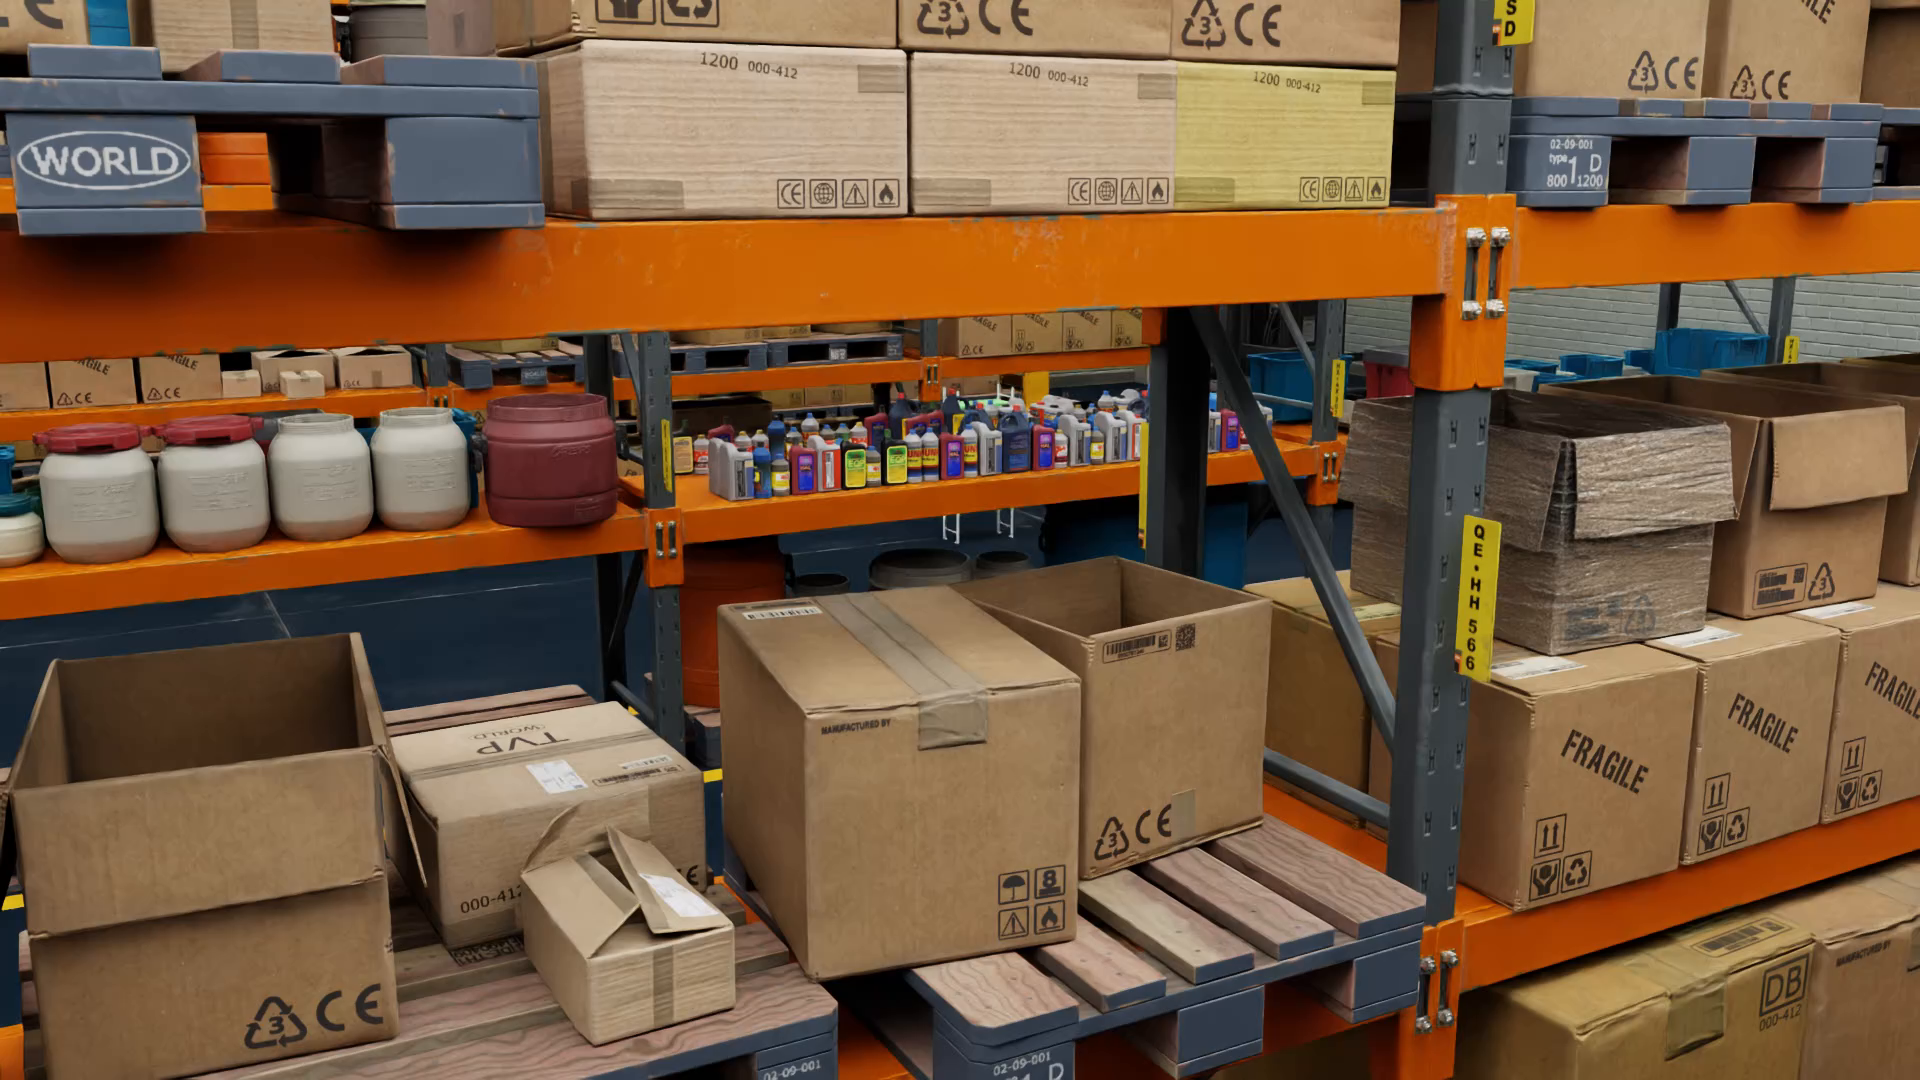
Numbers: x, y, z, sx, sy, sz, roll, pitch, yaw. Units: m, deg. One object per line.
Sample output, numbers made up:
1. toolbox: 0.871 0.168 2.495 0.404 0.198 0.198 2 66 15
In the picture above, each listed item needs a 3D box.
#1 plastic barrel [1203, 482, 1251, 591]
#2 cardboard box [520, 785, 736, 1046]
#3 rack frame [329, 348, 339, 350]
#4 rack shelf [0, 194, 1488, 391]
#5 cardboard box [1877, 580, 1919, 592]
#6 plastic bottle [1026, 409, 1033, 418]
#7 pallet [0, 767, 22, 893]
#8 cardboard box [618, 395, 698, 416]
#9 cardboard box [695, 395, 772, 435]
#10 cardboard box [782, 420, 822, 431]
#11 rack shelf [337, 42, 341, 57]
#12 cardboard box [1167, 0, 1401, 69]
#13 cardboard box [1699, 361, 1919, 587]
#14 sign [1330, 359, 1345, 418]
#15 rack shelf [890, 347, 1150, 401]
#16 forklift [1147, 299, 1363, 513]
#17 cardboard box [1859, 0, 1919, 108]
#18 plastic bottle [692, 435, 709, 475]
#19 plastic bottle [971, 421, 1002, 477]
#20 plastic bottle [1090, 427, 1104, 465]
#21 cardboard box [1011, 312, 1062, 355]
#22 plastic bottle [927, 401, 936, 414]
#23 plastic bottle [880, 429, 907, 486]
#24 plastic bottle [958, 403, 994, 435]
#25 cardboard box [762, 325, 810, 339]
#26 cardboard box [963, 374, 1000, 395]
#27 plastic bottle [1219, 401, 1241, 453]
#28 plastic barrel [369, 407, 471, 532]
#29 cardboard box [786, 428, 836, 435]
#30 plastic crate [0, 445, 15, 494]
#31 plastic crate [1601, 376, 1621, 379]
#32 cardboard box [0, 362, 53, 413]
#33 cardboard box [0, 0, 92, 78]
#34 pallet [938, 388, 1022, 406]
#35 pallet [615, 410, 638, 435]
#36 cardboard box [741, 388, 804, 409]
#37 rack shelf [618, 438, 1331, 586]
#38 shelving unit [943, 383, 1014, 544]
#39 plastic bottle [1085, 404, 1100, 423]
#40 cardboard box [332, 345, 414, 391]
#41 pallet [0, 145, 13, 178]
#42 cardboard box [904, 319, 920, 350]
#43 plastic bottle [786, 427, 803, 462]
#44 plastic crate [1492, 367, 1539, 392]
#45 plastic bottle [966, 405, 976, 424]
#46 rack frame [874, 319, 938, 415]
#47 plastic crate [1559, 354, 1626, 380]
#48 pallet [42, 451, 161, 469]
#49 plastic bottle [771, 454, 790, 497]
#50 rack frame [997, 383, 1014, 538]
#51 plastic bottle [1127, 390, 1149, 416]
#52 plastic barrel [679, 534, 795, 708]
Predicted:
1. plastic barrel: 1.408 0.037 9.938 0.708 0.901 0.600 -7 14 -28
2. cardboard box: -0.578 0.627 2.840 0.258 0.266 0.396 -7 15 -29
3. rack frame: -6.364 -2.325 16.607 0.127 3.000 1.000 -7 14 -28
4. rack shelf: -0.999 -0.363 2.697 4.000 0.370 1.077 -7 14 -28
5. cardboard box: 2.653 0.330 4.583 0.500 0.500 0.500 -7 14 -28
6. plastic bottle: 0.378 -0.660 9.661 0.097 0.201 0.097 0 13 0
7. pallet: -4.457 1.276 6.960 1.213 0.211 1.003 -7 14 -28
8. cardboard box: -3.361 -1.808 18.251 0.750 0.750 0.750 -7 14 -27
9. cardboard box: -1.895 -1.043 13.895 0.500 0.250 0.500 -7 14 -28
10. cardboard box: -1.480 -0.724 14.186 0.500 0.500 0.500 -7 14 -27
11. rack shelf: -4.608 -4.916 17.006 4.000 0.370 1.077 -7 14 -28
12. cardboard box: 0.457 -1.119 3.050 0.500 0.500 0.500 -6 14 -26
13. cardboard box: 2.565 -0.213 4.710 0.637 0.503 0.797 -6 14 -26
14. sign: 2.156 -0.865 9.491 0.005 0.325 0.100 -7 14 -28
15. rack shelf: 1.279 -1.651 15.250 4.000 0.370 1.077 -7 14 -28
16. forklift: 3.134 -1.806 14.459 3.031 2.935 1.130 -7 14 -28
17. cardboard box: 2.539 -1.399 4.468 0.637 0.503 0.797 -7 14 -29
18. plastic bottle: -1.356 -0.452 8.738 0.097 0.201 0.097 0 13 0
19. plastic bottle: 0.135 -0.484 8.711 0.135 0.276 0.152 -7 14 -28
20. plastic bottle: 0.733 -0.512 9.007 0.097 0.201 0.097 0 13 0
21. cardboard box: 0.550 -1.896 14.473 0.500 0.500 0.500 -7 14 -27
22. plastic bottle: -0.184 -0.637 9.374 0.133 0.283 0.061 -7 14 -28
23. plastic bottle: -0.334 -0.420 8.409 0.133 0.283 0.061 -7 14 -28
24. plastic bottle: 0.086 -0.552 8.841 0.185 0.351 0.144 -7 14 -28
25. cardboard box: -1.572 -1.954 13.774 0.500 0.500 0.700 -4 13 -19
26. cardboard box: 0.092 -2.059 20.162 0.500 0.500 0.700 -7 14 -28
27. plastic bottle: 1.522 -0.642 9.398 0.133 0.283 0.061 -7 14 -28
28. plastic barrel: -2.417 -0.321 7.447 0.421 0.512 0.421 0 13 0
29. cardboard box: -1.210 -0.629 13.763 0.500 0.500 0.500 -7 14 -28
30. plastic crate: -4.309 -0.163 7.037 0.575 0.384 0.392 -7 14 -28
31. plastic crate: 4.515 -1.009 11.226 0.243 0.136 0.396 -7 14 -28
32. cardboard box: -6.354 -1.131 11.077 0.500 0.500 0.500 -6 14 -24
33. cardboard box: -1.468 -0.888 2.201 0.637 0.503 0.797 -6 14 -26
34. pallet: -0.006 -1.707 20.212 1.213 0.211 1.003 -7 14 -28
35. pallet: -3.494 -1.289 18.358 1.213 0.211 1.003 -7 14 -28
36. cardboard box: -2.147 -1.790 18.967 0.500 0.500 0.700 -7 14 -27
37. rack shelf: 0.139 -0.275 9.137 4.000 0.370 1.077 -7 14 -28
38. shelving unit: 0.145 -0.603 13.055 0.503 1.200 0.258 -7 14 -28
39. plastic bottle: 0.784 -0.708 9.877 0.097 0.201 0.097 0 13 0
40. cardboard box: -4.327 -1.297 12.244 0.500 0.311 0.500 -6 14 -24
41. pallet: -6.730 -2.415 10.612 1.217 0.209 0.805 -8 15 -30
42. cardboard box: -0.160 -1.942 14.679 0.500 0.500 0.500 -7 14 -27
43. plastic bottle: -0.897 -0.507 8.982 0.097 0.201 0.097 0 13 0
44. plastic crate: 3.323 -0.933 10.556 0.530 0.282 0.437 -7 14 -28
45. plastic bottle: 0.072 -0.621 9.331 0.097 0.271 0.097 0 13 0
46. rack frame: -0.476 -1.791 14.237 0.127 3.000 1.000 -7 14 -28
47. plastic crate: 4.453 -1.173 11.733 0.300 0.233 0.416 -7 14 -28
48. pallet: -8.120 -0.755 15.983 1.213 0.211 1.003 -7 14 -28
49. plastic bottle: -0.882 -0.319 8.147 0.097 0.201 0.097 0 13 0
50. rack frame: 0.359 -0.628 13.169 0.015 1.200 0.240 -7 14 -28
51. plastic bottle: 1.013 -0.661 9.326 0.185 0.351 0.144 -7 14 -28
52. plastic barrel: -1.196 0.384 8.559 0.708 0.830 0.600 -7 14 -28
